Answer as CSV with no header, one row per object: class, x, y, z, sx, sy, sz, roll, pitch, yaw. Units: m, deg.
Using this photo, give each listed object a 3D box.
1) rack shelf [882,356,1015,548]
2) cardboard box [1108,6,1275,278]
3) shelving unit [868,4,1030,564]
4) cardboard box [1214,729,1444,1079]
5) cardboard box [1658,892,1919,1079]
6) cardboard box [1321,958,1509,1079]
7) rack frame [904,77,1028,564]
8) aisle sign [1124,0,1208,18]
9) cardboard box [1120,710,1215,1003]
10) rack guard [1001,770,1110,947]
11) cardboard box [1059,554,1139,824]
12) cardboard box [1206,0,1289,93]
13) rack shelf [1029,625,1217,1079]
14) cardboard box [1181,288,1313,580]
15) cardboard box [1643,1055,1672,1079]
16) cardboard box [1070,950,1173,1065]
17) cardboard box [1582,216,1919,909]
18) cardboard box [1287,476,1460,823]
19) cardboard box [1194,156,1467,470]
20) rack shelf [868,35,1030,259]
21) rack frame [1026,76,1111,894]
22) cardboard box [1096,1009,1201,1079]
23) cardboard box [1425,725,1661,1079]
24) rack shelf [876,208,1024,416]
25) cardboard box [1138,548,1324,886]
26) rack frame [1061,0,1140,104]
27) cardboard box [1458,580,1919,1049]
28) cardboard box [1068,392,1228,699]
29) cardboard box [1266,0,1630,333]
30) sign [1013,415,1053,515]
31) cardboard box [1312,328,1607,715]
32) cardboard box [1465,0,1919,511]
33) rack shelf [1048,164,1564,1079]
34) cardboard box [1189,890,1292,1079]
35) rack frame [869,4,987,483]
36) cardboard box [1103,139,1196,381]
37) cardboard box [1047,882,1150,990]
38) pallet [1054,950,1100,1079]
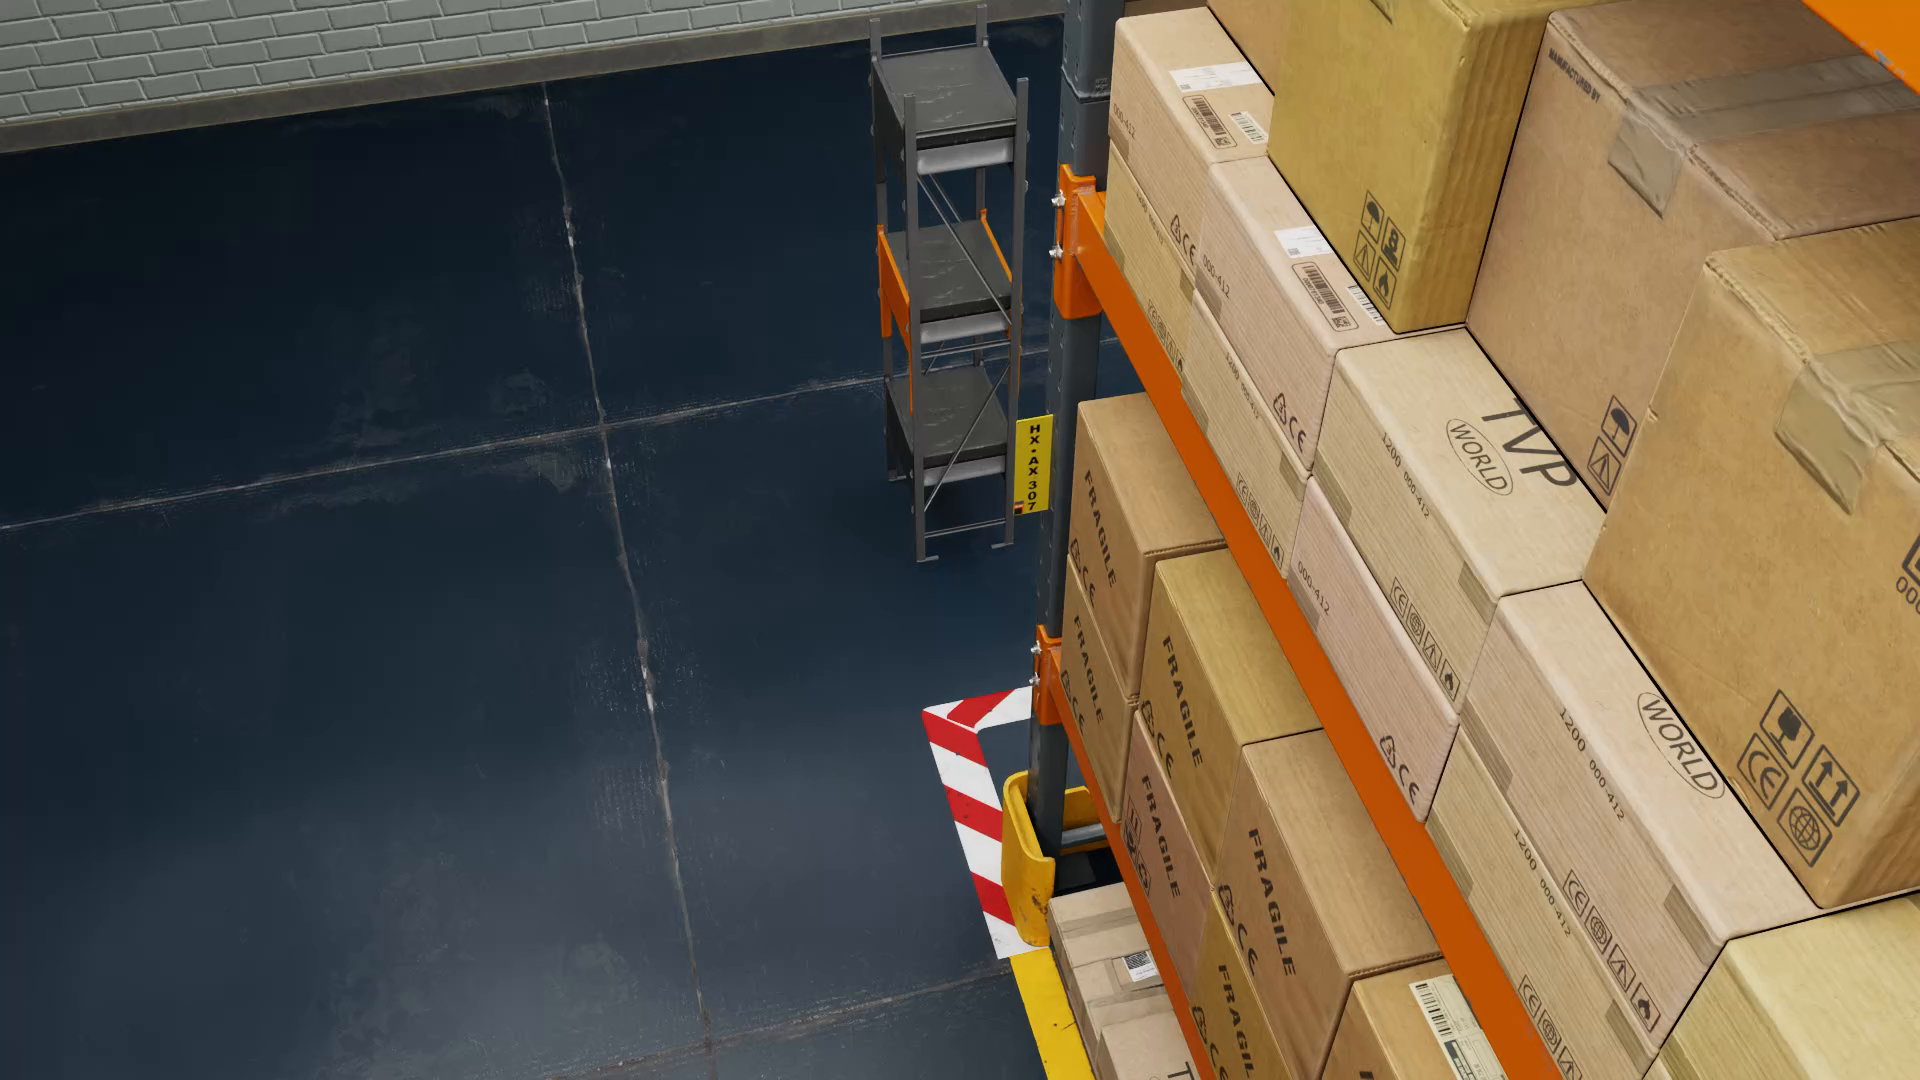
rack shelf,-0.042,-0.350,6.622,0.431,0.518,0.480,-11,47,-10
cardboard box,0.593,-0.754,3.044,0.500,0.250,0.500,-11,47,-10
shelving unit,-0.042,-0.849,6.112,0.431,2.100,0.503,-11,47,-10
cardboard box,0.836,0.691,3.202,0.500,0.500,0.500,-10,46,-10
cardboard box,1.099,0.628,1.690,0.500,0.250,0.500,-11,47,-10
cardboard box,0.967,1.042,2.859,0.500,0.500,0.500,-11,47,-11
rack frame,0.020,-0.681,5.947,0.400,2.100,0.015,-11,47,-10
aisle sign,0.411,-0.888,3.699,0.394,0.787,0.004,-11,47,-10
cardboard box,0.709,0.691,3.903,0.500,0.500,0.500,-11,47,-11
rack guard,0.732,0.943,5.476,1.175,0.500,0.348,-11,47,-10
cardboard box,0.571,0.335,4.251,0.500,0.500,0.500,-10,46,-9
cardboard box,0.860,-1.067,2.825,0.700,0.500,0.500,-11,47,-10
rack shelf,1.225,1.648,3.538,1.077,0.370,4.000,-11,47,-10
cardboard box,0.714,-0.233,2.883,0.500,0.250,0.500,-11,47,-10
cardboard box,1.101,0.802,1.868,0.500,0.250,0.500,-11,47,-10
cardboard box,0.552,1.378,4.975,0.380,0.166,0.250,-11,47,-10
cardboard box,1.175,-0.019,1.798,0.700,0.500,0.500,-11,47,-10
cardboard box,0.844,0.112,2.545,0.500,0.250,0.500,-11,47,-10
cardboard box,0.714,-0.408,2.704,0.500,0.250,0.500,-11,47,-10
rack shelf,-0.042,-1.330,5.622,0.431,0.518,0.480,-11,47,-10
rack frame,0.713,0.016,4.634,1.000,3.000,0.127,-11,47,-10
cardboard box,0.706,1.597,4.702,0.500,0.250,0.500,-11,47,-10
cardboard box,0.978,0.456,2.208,0.500,0.250,0.500,-11,47,-10
rack shelf,-0.042,-0.840,6.122,0.431,0.518,0.480,-11,47,-10
cardboard box,0.713,0.345,3.542,0.500,0.500,0.500,-10,46,-10
rack frame,0.713,-2.084,2.492,1.000,3.000,0.127,-11,47,-10
cardboard box,0.972,0.282,2.028,0.500,0.250,0.500,-11,47,-10
cardboard box,0.571,-0.015,3.894,0.500,0.500,0.500,-9,46,-9
cardboard box,0.906,-0.707,2.472,0.700,0.500,0.500,-11,47,-10
sign,0.188,-0.188,4.228,0.100,0.325,0.005,-11,47,-10
cardboard box,0.848,-0.064,2.367,0.500,0.250,0.500,-11,47,-10
cardboard box,1.138,-0.381,2.153,0.700,0.500,0.500,-11,47,-10
rack shelf,1.225,0.599,2.467,1.077,0.370,4.000,-11,47,-10
cardboard box,0.834,1.038,3.563,0.500,0.500,0.500,-11,47,-10
rack frame,-0.105,-1.018,6.277,0.400,2.100,0.015,-11,47,-10
cardboard box,0.598,-0.580,3.223,0.500,0.250,0.500,-11,47,-10
cardboard box,0.488,1.212,5.150,0.380,0.149,0.250,-11,47,-10
pallet,0.937,1.595,5.040,1.003,0.211,1.213,-11,47,-10
